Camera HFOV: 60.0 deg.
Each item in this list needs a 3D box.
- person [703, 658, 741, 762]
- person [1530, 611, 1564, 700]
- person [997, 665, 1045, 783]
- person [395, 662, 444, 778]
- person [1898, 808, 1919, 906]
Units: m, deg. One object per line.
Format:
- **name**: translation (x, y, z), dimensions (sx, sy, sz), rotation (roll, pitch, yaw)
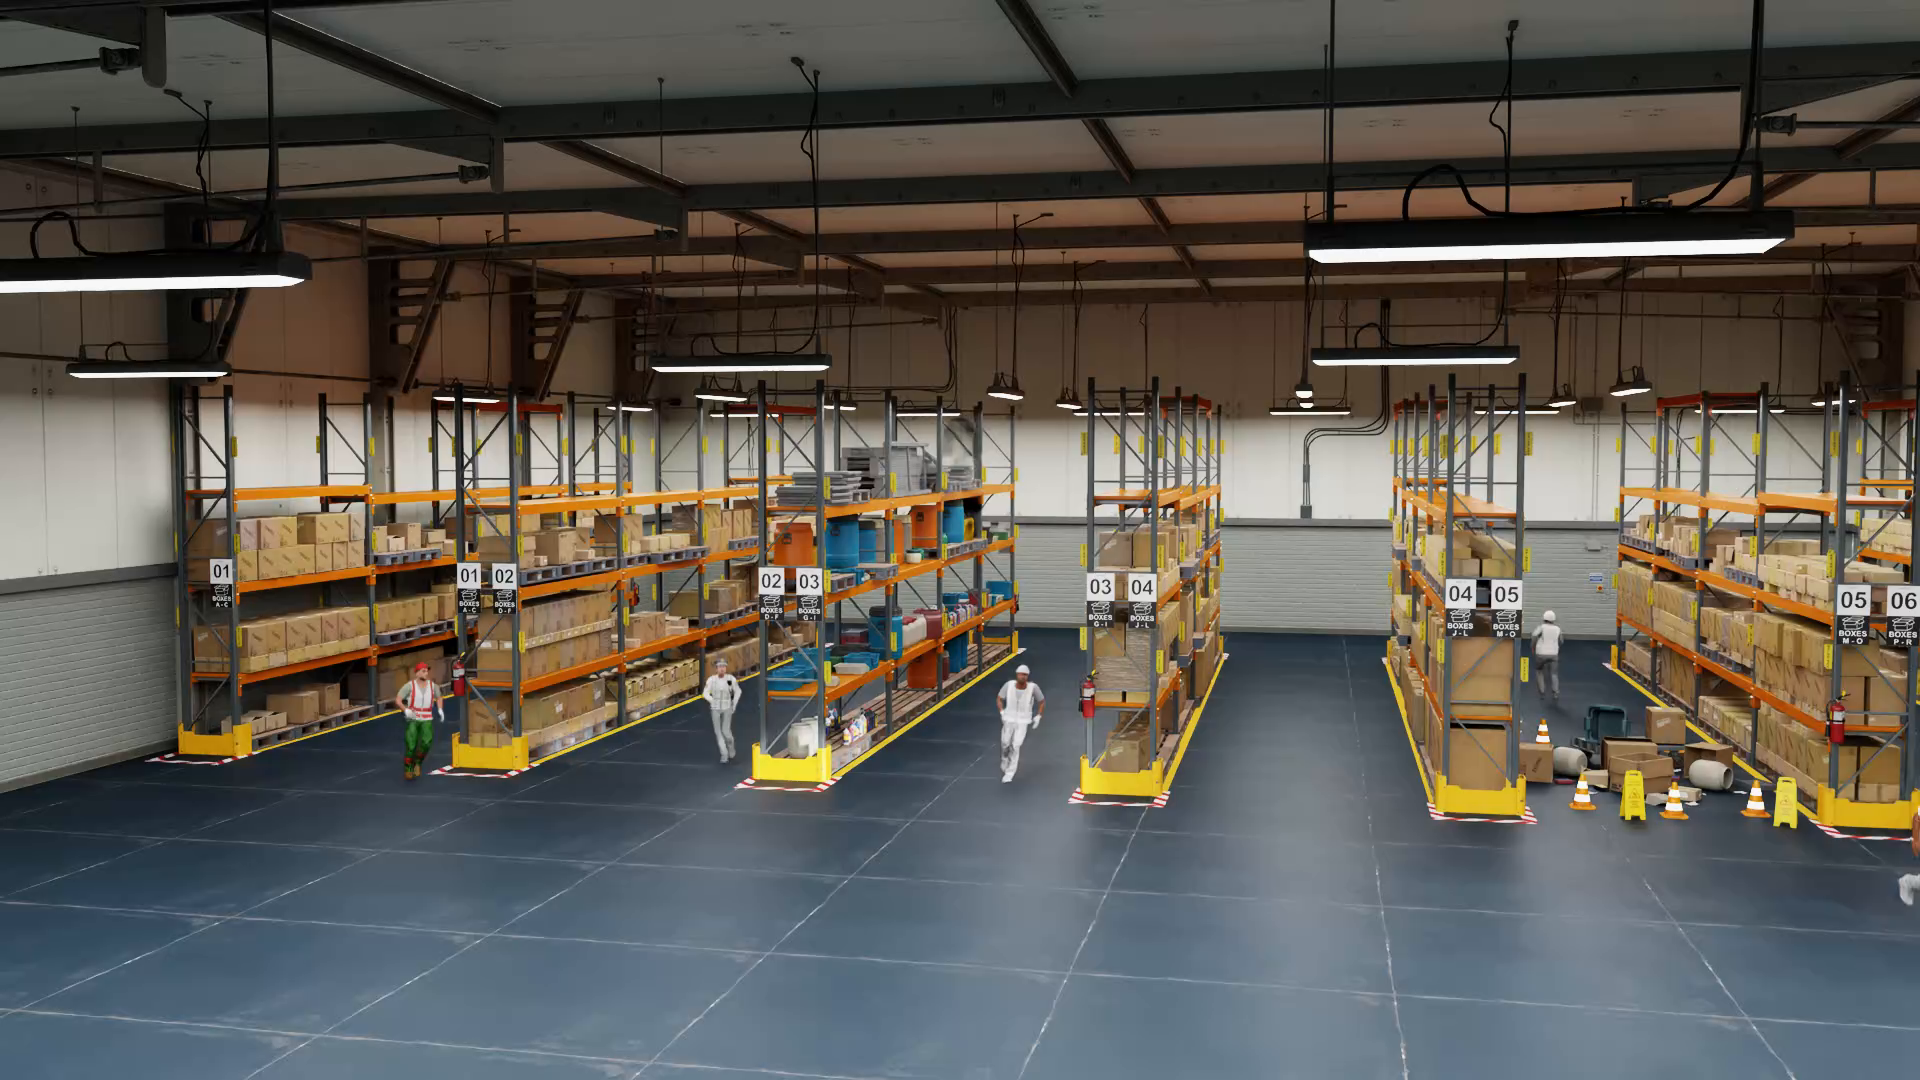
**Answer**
- **person**: translation (-3.780, 2.695, 26.325), dimensions (0.595, 1.665, 0.545), rotation (0, 3, -3)
- **person**: translation (11.535, 2.292, 32.690), dimensions (0.659, 1.809, 0.878), rotation (1, 3, 10)
- **person**: translation (0.921, 2.741, 25.111), dimensions (0.736, 1.748, 0.732), rotation (0, 3, 9)
- **person**: translation (-8.121, 2.721, 25.079), dimensions (0.737, 1.736, 0.553), rotation (-2, 4, -32)
- **person**: translation (10.172, 3.213, 17.244), dimensions (0.697, 1.694, 0.843), rotation (-2, 4, -26)
